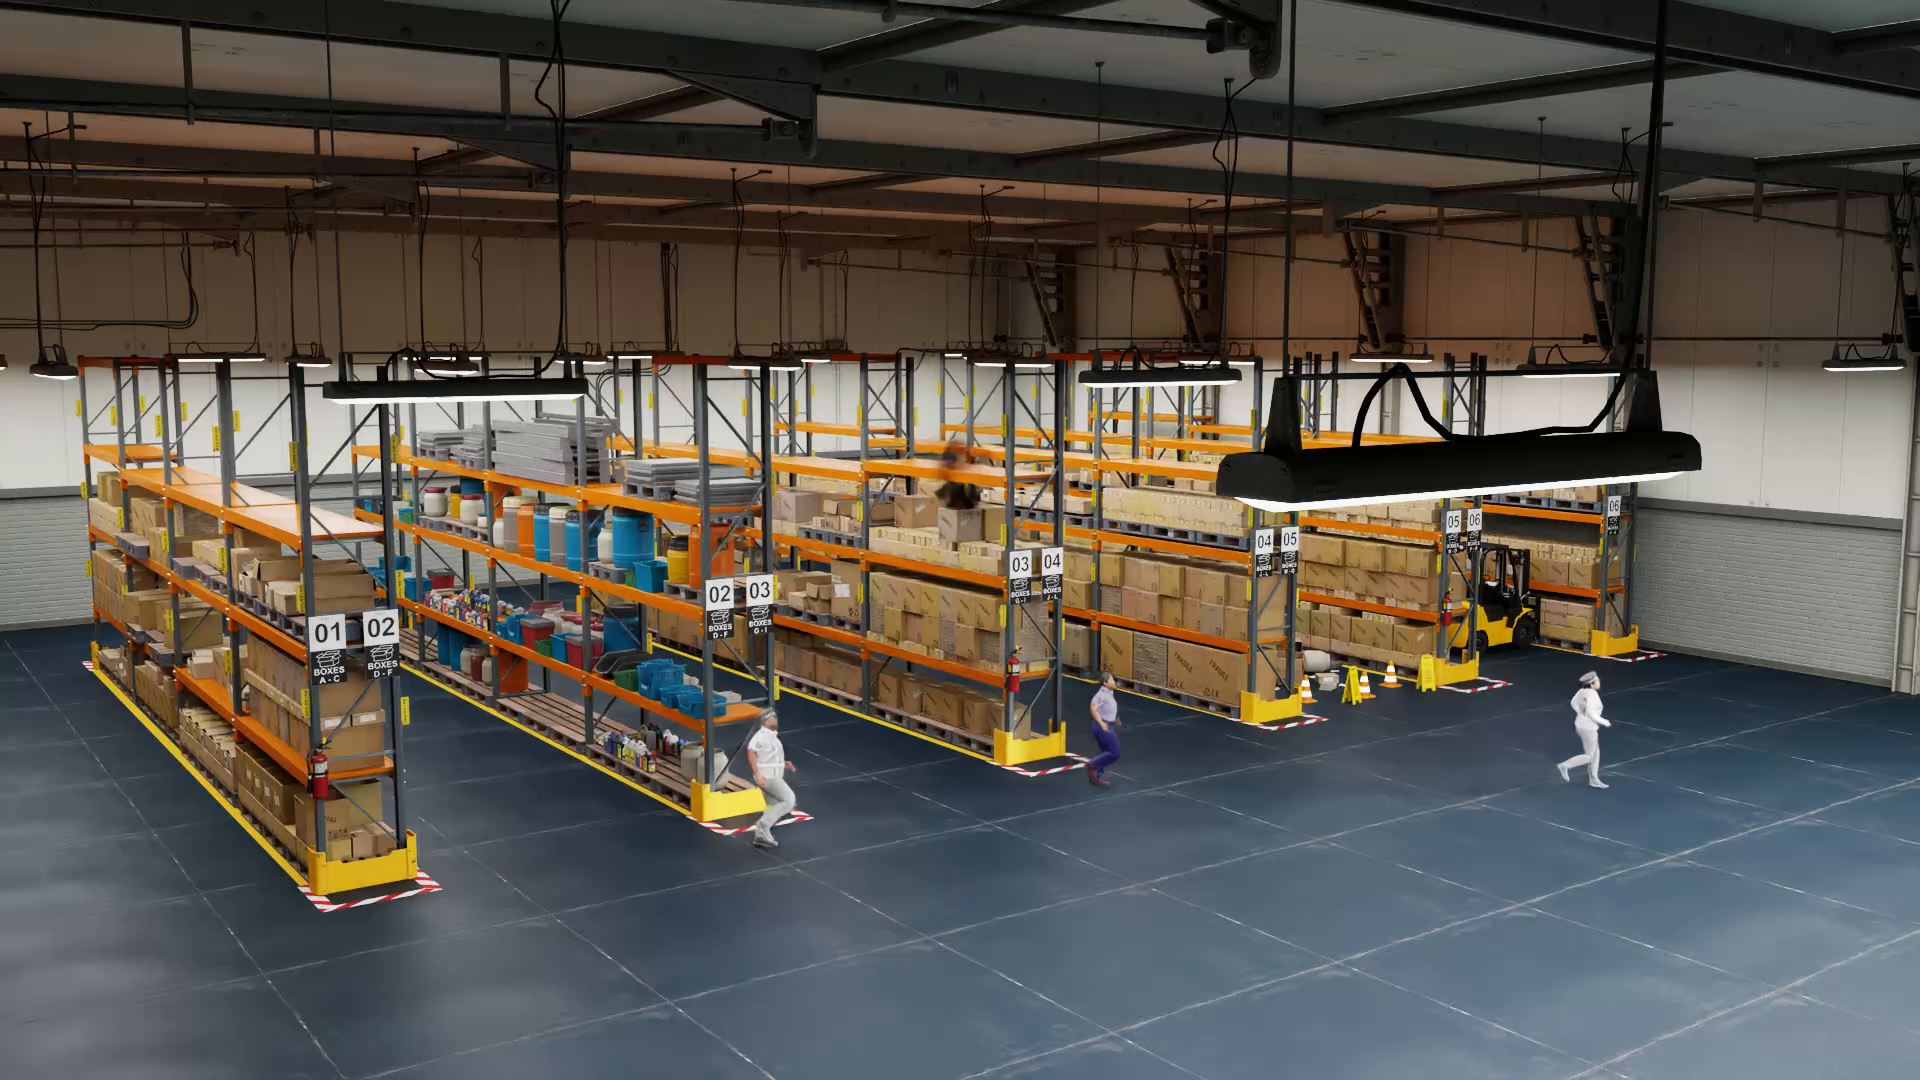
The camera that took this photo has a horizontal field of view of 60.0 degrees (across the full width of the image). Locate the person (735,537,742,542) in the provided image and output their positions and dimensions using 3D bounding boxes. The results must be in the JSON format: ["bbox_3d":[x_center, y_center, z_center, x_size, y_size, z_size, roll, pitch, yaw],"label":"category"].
[{"bbox_3d":[-5.275,0.738,39.321,0.640,1.634,0.951,-1,7,-12],"label":"person"}]

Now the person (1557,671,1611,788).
[{"bbox_3d":[8.822,2.675,23.470,0.724,1.695,0.624,0,7,1],"label":"person"}]

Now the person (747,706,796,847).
[{"bbox_3d":[-2.345,2.951,20.882,0.582,1.723,0.676,0,7,-1],"label":"person"}]

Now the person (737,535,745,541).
[{"bbox_3d":[-5.391,0.610,40.797,0.533,1.612,0.656,4,8,27],"label":"person"}]

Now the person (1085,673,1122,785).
[{"bbox_3d":[2.058,2.697,23.612,0.493,1.612,0.630,1,7,8],"label":"person"}]
